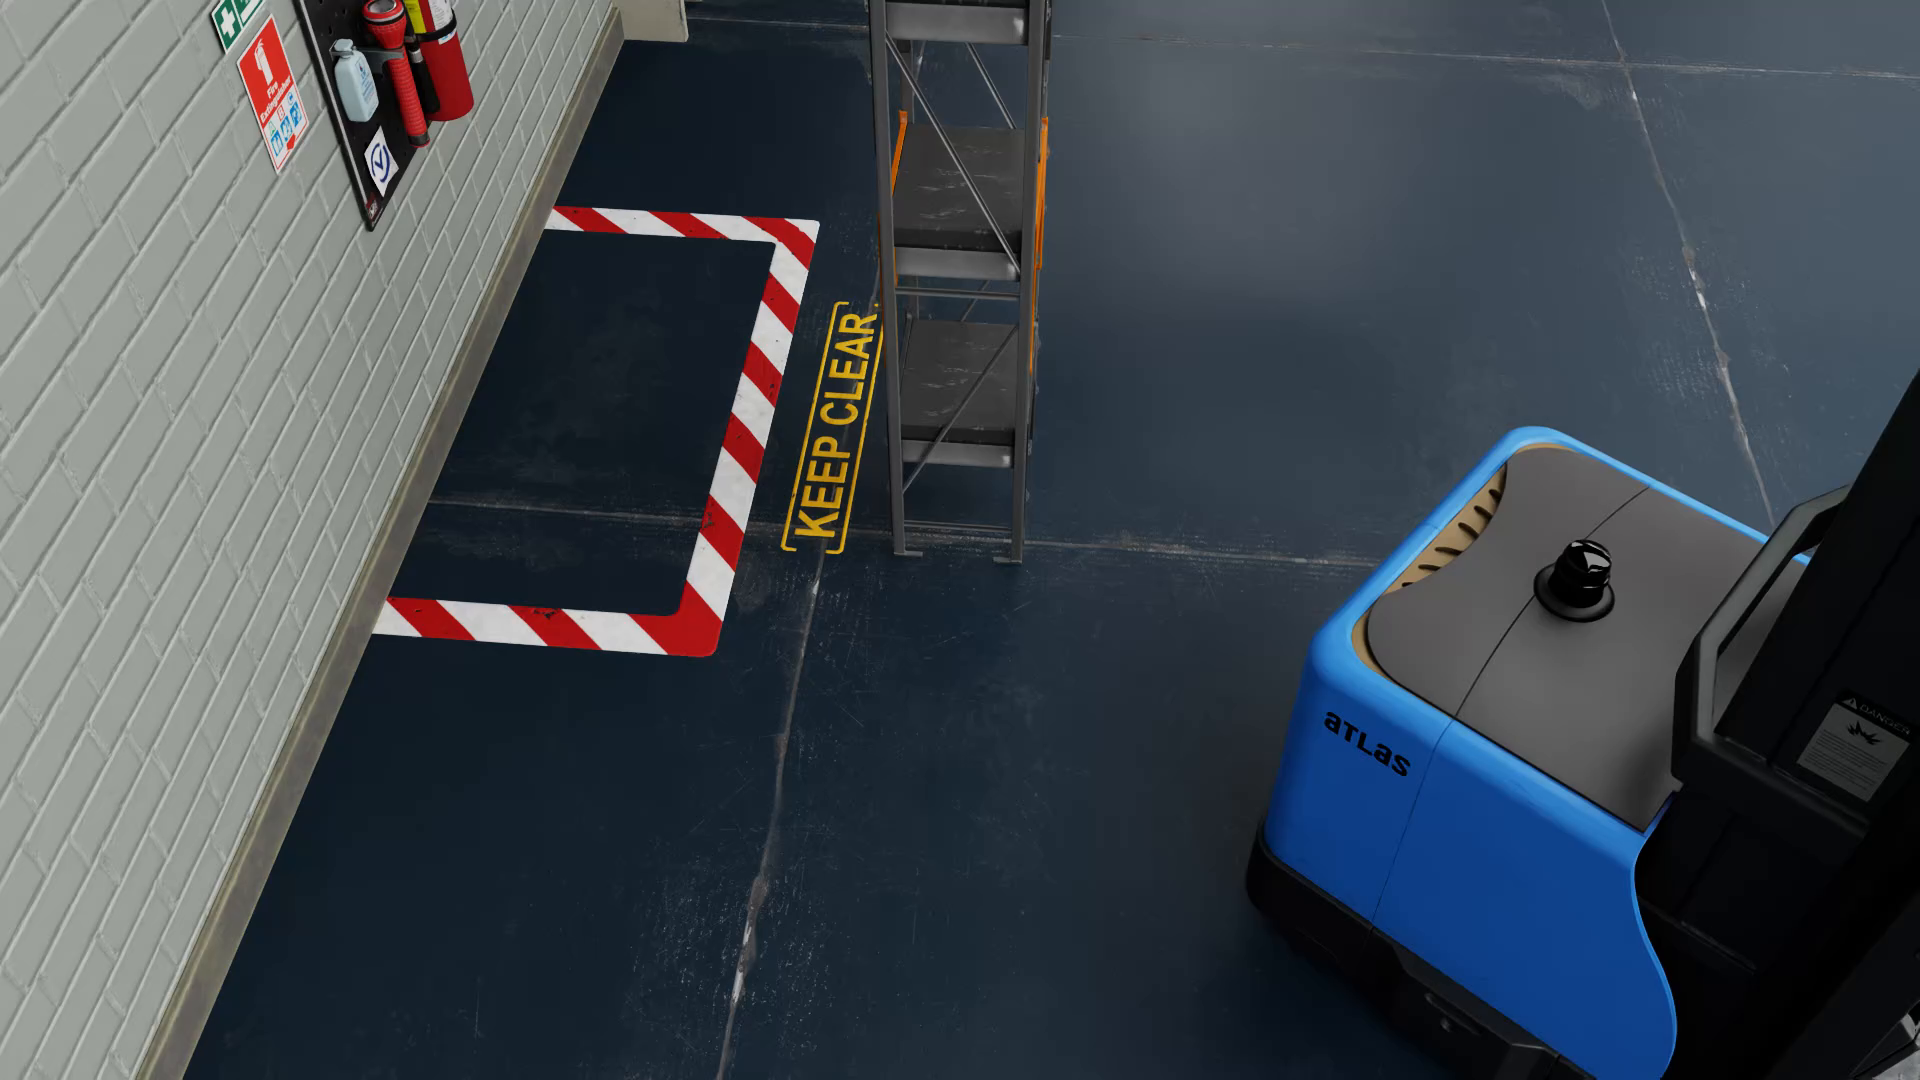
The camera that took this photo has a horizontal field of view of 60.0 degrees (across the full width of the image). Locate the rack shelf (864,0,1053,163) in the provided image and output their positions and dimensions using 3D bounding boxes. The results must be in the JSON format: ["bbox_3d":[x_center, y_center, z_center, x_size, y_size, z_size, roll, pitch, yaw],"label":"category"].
[{"bbox_3d":[0.015,-1.294,4.080,0.431,0.518,0.480,4,48,4],"label":"rack shelf"}]

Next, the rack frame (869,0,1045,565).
[{"bbox_3d":[-0.007,-0.651,4.422,0.400,2.100,0.015,4,48,4],"label":"rack frame"}]

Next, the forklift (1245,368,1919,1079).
[{"bbox_3d":[2.182,0.417,2.882,3.031,2.935,1.130,33,56,27],"label":"forklift"}]

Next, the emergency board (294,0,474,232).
[{"bbox_3d":[-1.590,-1.520,4.607,0.194,1.169,0.643,4,48,4],"label":"emergency board"}]

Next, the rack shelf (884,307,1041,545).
[{"bbox_3d":[0.015,-0.349,5.113,0.431,0.518,0.480,4,48,4],"label":"rack shelf"}]

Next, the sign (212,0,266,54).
[{"bbox_3d":[-1.734,-1.314,4.036,0.001,0.109,0.331,4,48,4],"label":"sign"}]

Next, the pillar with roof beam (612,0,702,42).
[{"bbox_3d":[2.960,-5.068,3.787,9.100,9.000,0.400,4,48,4],"label":"pillar with roof beam"}]

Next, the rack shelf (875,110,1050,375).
[{"bbox_3d":[0.015,-0.821,4.597,0.431,0.518,0.480,4,48,4],"label":"rack shelf"}]

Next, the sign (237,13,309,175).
[{"bbox_3d":[-1.743,-1.133,4.229,0.001,0.329,0.234,4,48,4],"label":"sign"}]

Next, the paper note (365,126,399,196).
[{"bbox_3d":[-1.675,-1.097,4.818,0.016,0.148,0.142,4,48,4],"label":"paper note"}]

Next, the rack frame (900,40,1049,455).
[{"bbox_3d":[0.037,-1.010,4.750,0.400,2.100,0.015,4,48,4],"label":"rack frame"}]

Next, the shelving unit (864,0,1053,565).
[{"bbox_3d":[0.015,-0.830,4.586,0.431,2.100,0.503,4,48,4],"label":"shelving unit"}]
